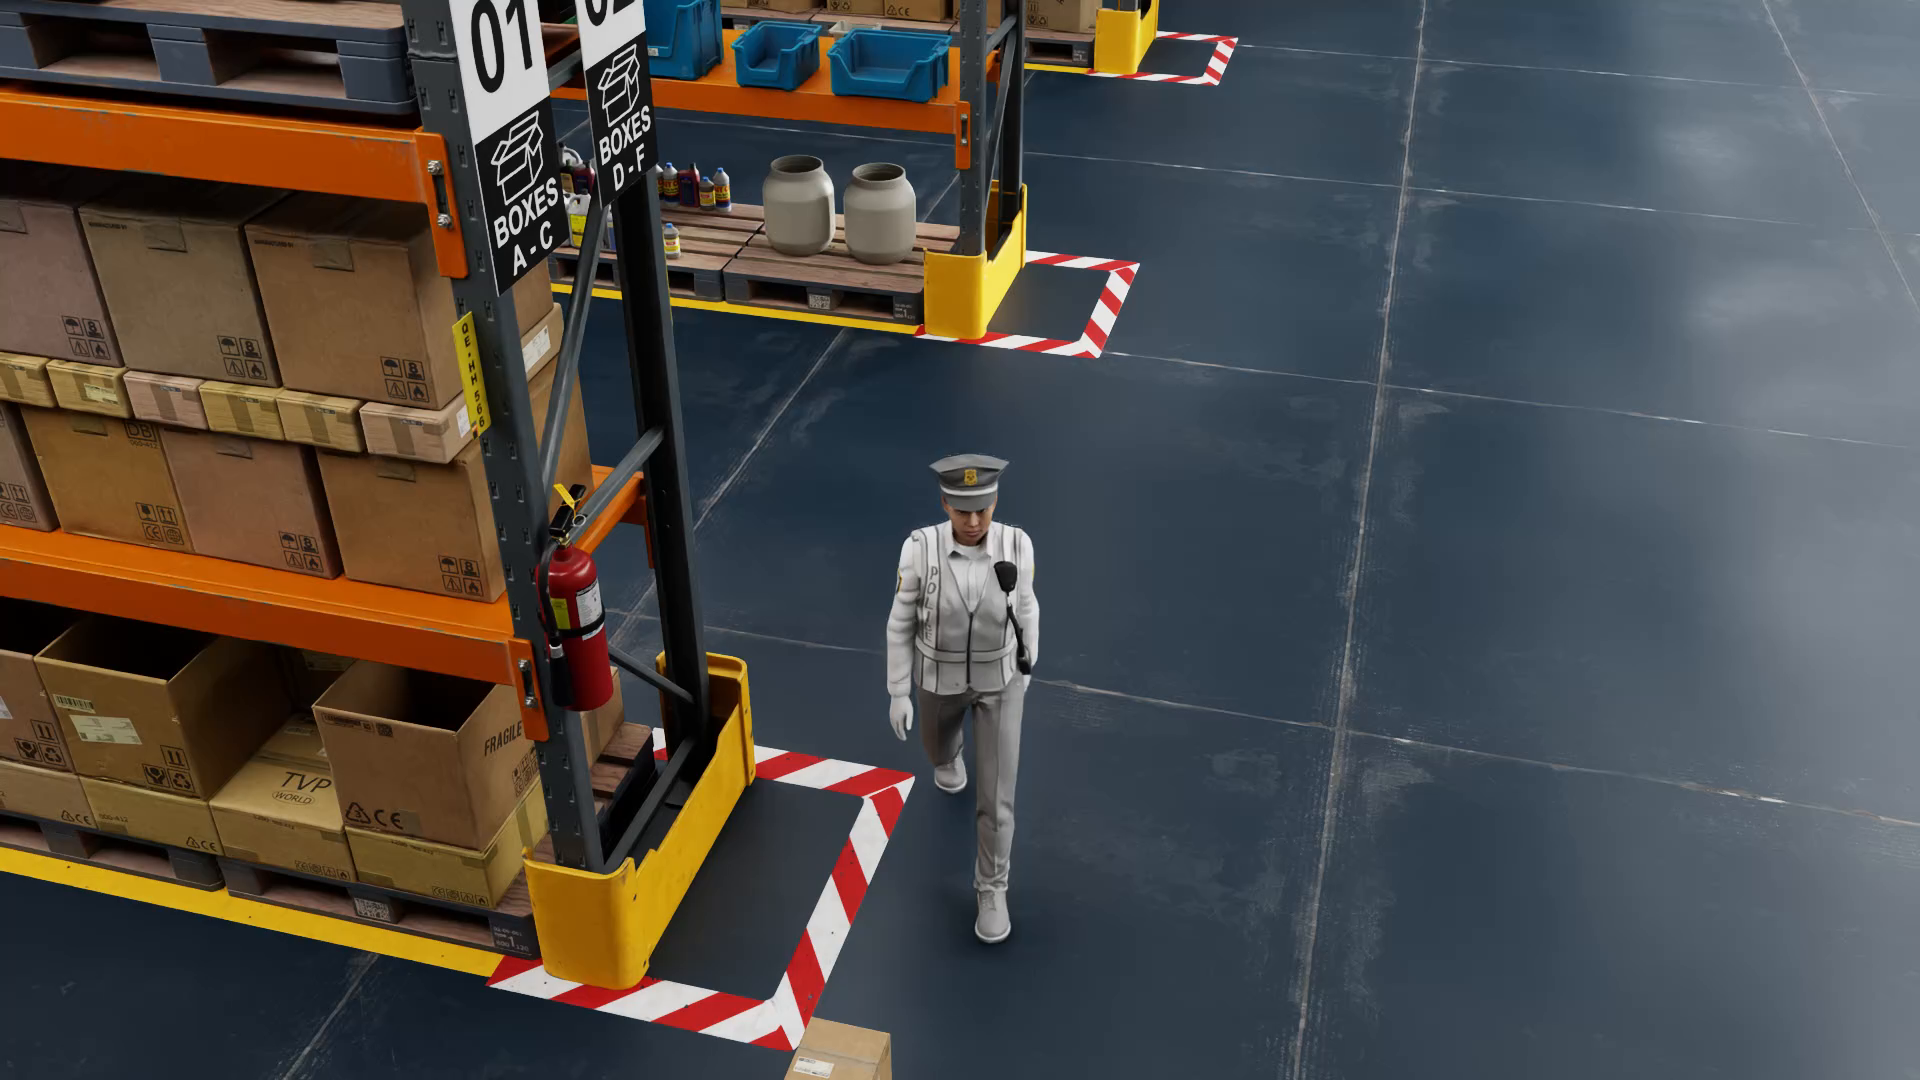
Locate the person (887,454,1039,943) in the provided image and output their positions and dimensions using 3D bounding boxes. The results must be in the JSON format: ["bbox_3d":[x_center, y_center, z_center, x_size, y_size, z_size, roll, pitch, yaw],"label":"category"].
[{"bbox_3d":[0.012,0.417,5.473,0.494,1.647,0.944,0,33,0],"label":"person"}]
